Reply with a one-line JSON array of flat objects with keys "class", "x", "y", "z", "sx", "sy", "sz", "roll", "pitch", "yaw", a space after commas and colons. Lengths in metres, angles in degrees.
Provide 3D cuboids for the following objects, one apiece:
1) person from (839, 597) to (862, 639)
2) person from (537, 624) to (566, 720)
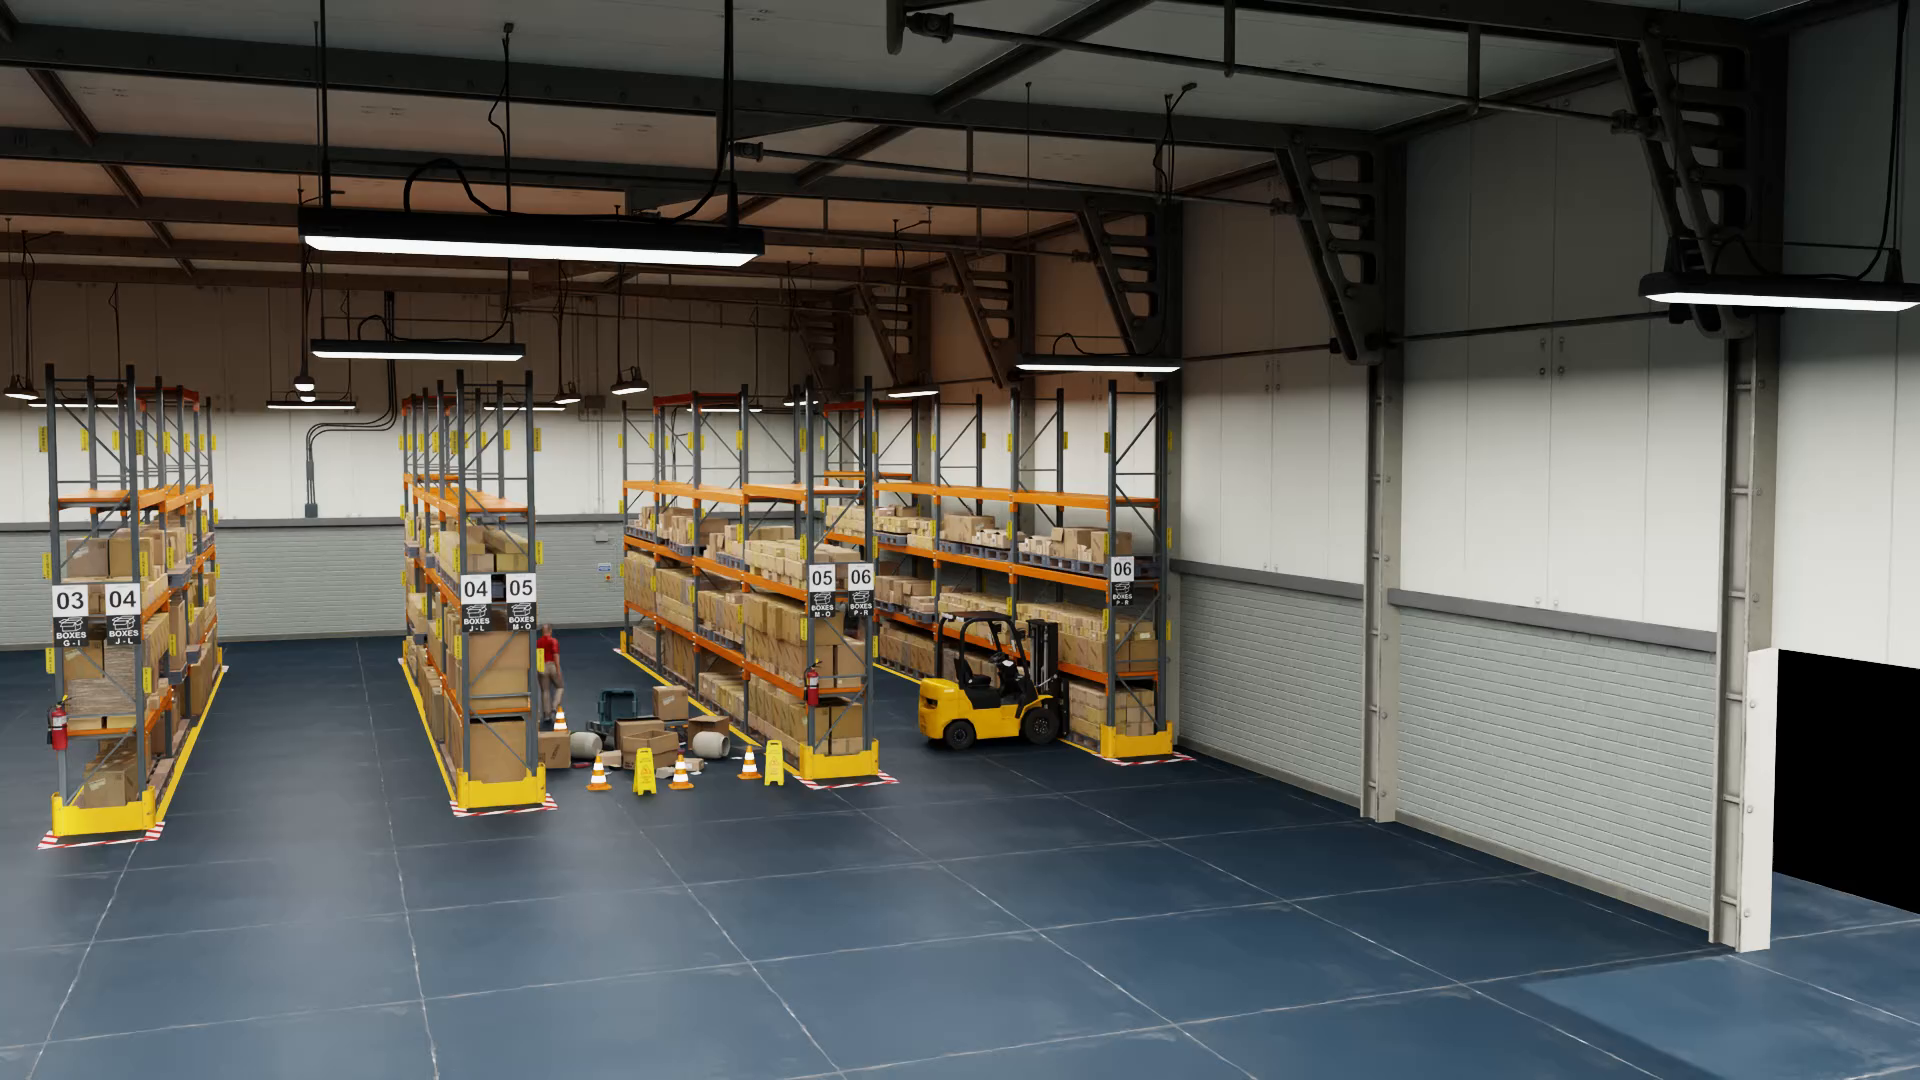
[{"class": "person", "x": -2.368, "y": 1.912, "z": 34.969, "sx": 0.638, "sy": 1.692, "sz": 0.504, "roll": -2, "pitch": 4, "yaw": -25}, {"class": "person", "x": -7.427, "y": 2.379, "z": 30.042, "sx": 0.588, "sy": 1.713, "sz": 0.477, "roll": 0, "pitch": 3, "yaw": -5}]
